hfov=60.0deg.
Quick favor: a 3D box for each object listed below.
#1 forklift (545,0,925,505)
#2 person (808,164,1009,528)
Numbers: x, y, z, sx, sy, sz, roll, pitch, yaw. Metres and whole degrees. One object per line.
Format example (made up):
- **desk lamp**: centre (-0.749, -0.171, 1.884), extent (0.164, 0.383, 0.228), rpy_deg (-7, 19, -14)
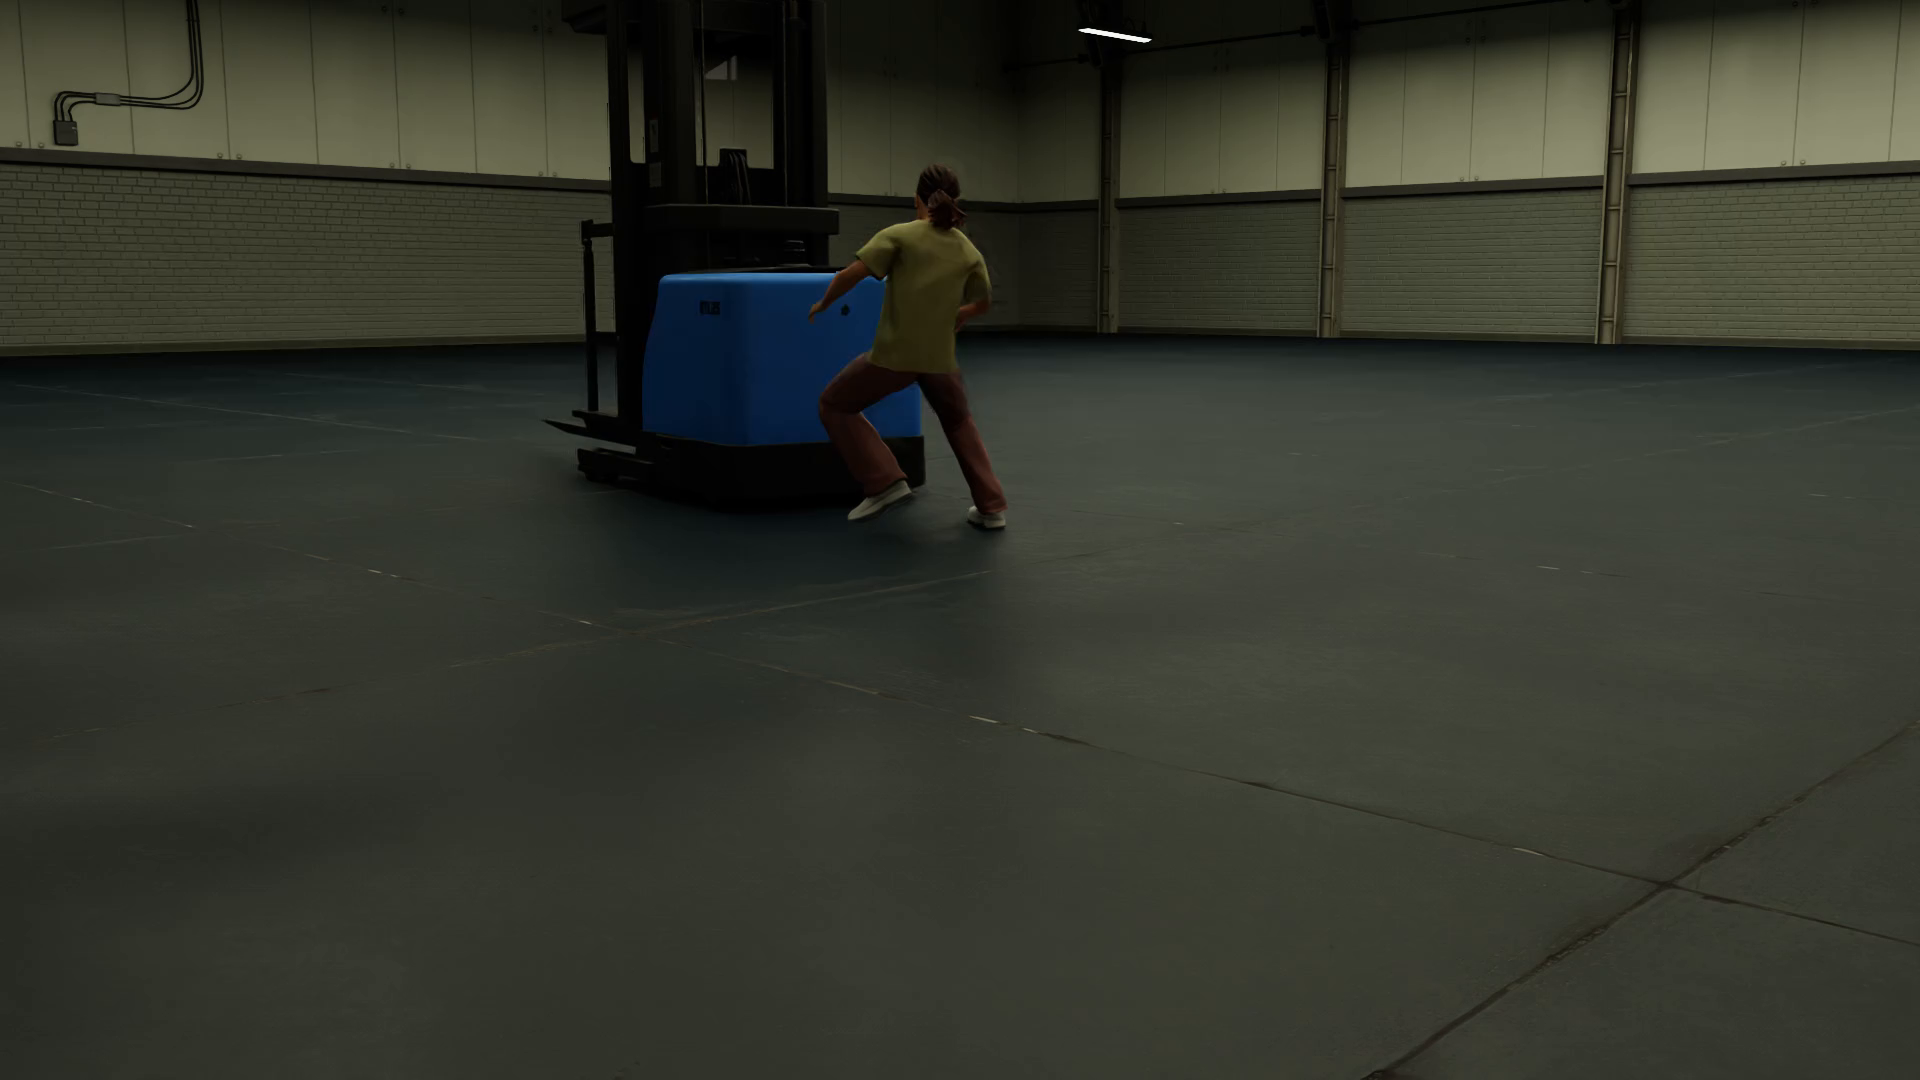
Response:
- **forklift**: centre (-1.392, -1.786, 8.738), extent (1.130, 2.935, 3.031), rpy_deg (-6, 10, -32)
- **person**: centre (-0.191, -0.778, 6.853), extent (0.835, 1.495, 0.674), rpy_deg (-3, 9, -19)
